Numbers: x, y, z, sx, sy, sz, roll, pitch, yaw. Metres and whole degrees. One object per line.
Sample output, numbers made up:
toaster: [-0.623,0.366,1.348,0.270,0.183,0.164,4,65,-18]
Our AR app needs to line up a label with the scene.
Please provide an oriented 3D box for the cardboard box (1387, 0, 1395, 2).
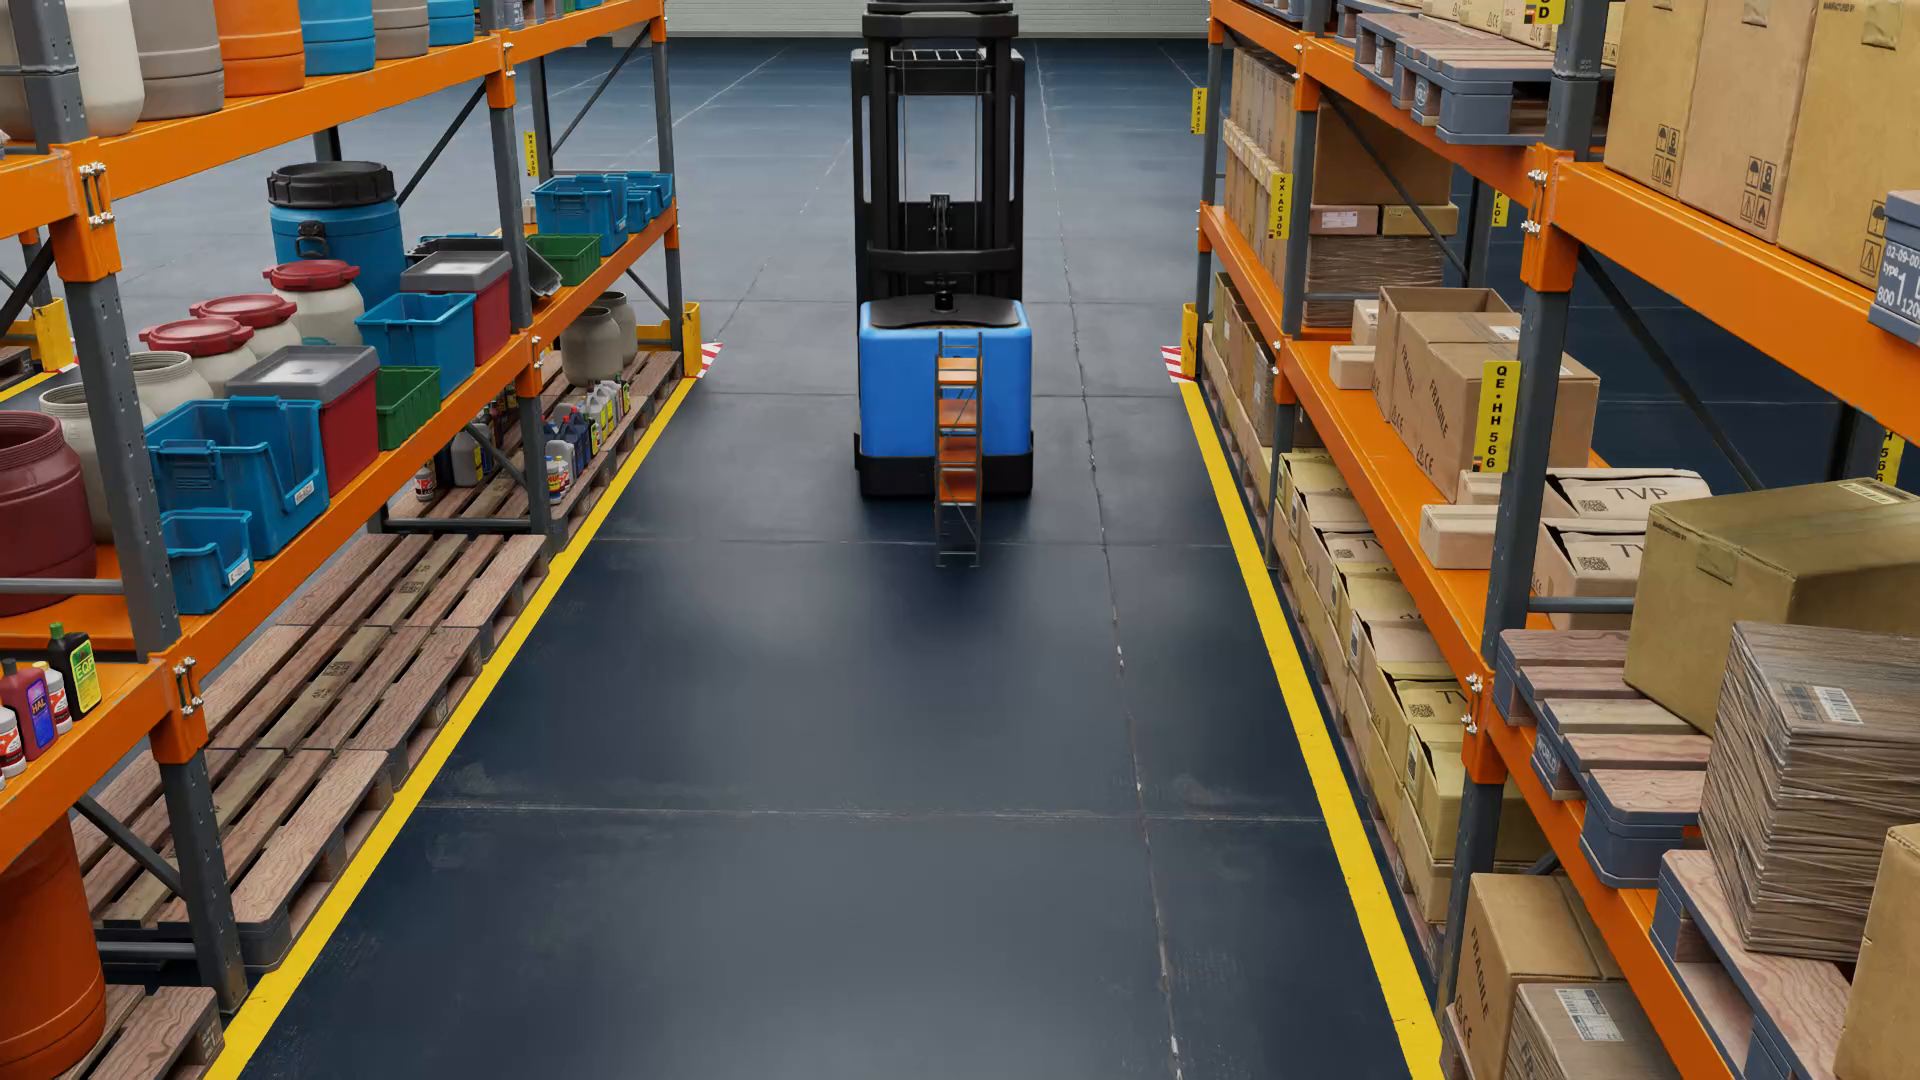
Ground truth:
cardboard box: [2.153,-2.547,7.427,0.500,0.250,0.500,3,21,7]

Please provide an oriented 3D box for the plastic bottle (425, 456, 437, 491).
plastic bottle: [-3.085,-0.418,9.605,0.061,0.283,0.133,2,21,4]

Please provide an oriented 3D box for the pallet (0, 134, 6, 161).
pallet: [-3.012,-0.890,3.790,1.003,0.211,1.213,1,21,2]

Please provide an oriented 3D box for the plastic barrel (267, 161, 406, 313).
plastic barrel: [-3.084,-1.399,8.294,0.600,0.901,0.708,1,21,2]

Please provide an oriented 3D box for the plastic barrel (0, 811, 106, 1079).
plastic barrel: [-2.889,1.138,4.869,0.600,0.830,0.708,1,21,2]

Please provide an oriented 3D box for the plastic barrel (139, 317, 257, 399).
plastic barrel: [-3.053,-0.599,6.739,0.433,0.535,0.433,0,21,0]

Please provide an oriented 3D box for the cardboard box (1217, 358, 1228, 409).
cardboard box: [2.037,-1.053,11.315,0.500,0.250,0.500,1,21,2]

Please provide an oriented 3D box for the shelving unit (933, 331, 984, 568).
shelving unit: [-0.005,-0.500,9.158,0.258,1.200,0.503,1,21,2]

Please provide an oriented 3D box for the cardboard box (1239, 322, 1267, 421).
cardboard box: [2.015,-1.040,10.248,0.500,0.500,0.500,1,21,2]

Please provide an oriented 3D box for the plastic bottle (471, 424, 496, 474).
plastic bottle: [-2.883,-0.549,9.955,0.152,0.276,0.135,1,21,2]

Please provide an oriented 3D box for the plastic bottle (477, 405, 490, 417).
plastic bottle: [-3.013,-0.717,10.388,0.152,0.276,0.135,1,21,3]

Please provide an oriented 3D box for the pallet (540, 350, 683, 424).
pallet: [-2.633,-1.126,12.139,1.003,0.211,1.213,1,21,2]

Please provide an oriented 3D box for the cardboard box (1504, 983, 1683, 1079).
cardboard box: [1.750,1.512,4.333,0.500,0.500,0.500,0,21,0]

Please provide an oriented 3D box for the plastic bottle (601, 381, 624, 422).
plastic bottle: [-2.300,-0.923,10.918,0.152,0.276,0.135,1,21,2]

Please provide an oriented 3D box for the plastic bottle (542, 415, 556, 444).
plastic bottle: [-2.474,-0.560,9.880,0.144,0.351,0.185,1,21,2]

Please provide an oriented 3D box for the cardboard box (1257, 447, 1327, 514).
cardboard box: [1.977,-0.329,9.452,0.500,0.250,0.500,1,21,2]

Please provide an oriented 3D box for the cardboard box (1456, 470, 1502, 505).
cardboard box: [2.042,-0.144,6.100,0.380,0.149,0.250,2,21,6]

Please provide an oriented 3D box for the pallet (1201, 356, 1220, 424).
pallet: [2.322,-1.115,12.110,1.003,0.211,1.213,1,21,2]

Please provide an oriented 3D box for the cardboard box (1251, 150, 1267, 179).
cardboard box: [2.028,-2.345,10.392,0.380,0.149,0.250,1,21,2]

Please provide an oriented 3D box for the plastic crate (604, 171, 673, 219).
plastic crate: [-2.364,-2.494,12.015,0.499,0.251,0.616,1,21,2]

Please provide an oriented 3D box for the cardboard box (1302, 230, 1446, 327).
cardboard box: [2.189,-1.453,8.988,0.700,0.500,0.500,0,21,0]

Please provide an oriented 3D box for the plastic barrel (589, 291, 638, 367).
plastic barrel: [-2.591,-1.545,12.222,0.421,0.512,0.421,0,21,0]

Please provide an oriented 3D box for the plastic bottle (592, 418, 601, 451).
plastic bottle: [-2.292,-0.659,10.342,0.097,0.201,0.097,0,21,0]

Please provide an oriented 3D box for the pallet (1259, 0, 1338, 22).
pallet: [2.182,-2.911,8.861,1.003,0.211,1.213,1,21,2]

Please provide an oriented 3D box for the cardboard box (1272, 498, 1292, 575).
cardboard box: [1.922,-0.016,8.645,0.500,0.250,0.500,0,21,0]

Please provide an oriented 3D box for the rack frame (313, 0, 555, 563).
rack frame: [-2.769,-1.301,8.736,1.000,3.000,0.127,1,21,2]

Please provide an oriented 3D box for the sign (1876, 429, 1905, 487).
sign: [2.603,-0.299,4.663,0.100,0.325,0.005,1,21,2]

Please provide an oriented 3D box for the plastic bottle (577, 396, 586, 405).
plastic bottle: [-2.430,-0.833,10.789,0.097,0.201,0.097,0,21,0]

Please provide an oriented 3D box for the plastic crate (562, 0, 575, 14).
plastic crate: [-2.449,-3.168,9.694,0.336,0.188,0.450,1,21,2]

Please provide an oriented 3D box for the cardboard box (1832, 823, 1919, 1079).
cardboard box: [1.930,0.765,2.691,0.700,0.500,0.500,-5,22,-12]

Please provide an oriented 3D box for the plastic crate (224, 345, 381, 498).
plastic crate: [-2.536,-0.466,6.494,0.402,0.464,0.583,1,21,2]

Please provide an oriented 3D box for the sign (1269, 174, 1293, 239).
sign: [1.627,-1.691,8.435,0.100,0.325,0.005,1,21,2]

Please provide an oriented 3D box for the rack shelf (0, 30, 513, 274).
rack shelf: [-2.830,-1.641,6.460,1.077,0.370,4.000,1,21,2]

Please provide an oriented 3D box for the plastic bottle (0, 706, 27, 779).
plastic bottle: [-2.506,0.514,4.333,0.097,0.201,0.097,0,21,0]

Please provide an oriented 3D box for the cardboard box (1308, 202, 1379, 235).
cardboard box: [1.976,-1.695,8.716,0.380,0.149,0.250,1,21,2]

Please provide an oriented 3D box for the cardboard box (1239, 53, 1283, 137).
cardboard box: [2.264,-2.965,11.092,0.700,0.500,0.500,0,21,0]

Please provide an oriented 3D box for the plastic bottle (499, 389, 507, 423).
plastic bottle: [-3.025,-0.905,10.877,0.097,0.271,0.097,0,21,0]

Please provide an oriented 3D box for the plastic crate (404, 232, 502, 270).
plastic crate: [-3.007,-1.635,9.802,0.499,0.251,0.616,1,21,2]

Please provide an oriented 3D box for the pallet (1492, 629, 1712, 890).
pallet: [2.109,0.536,4.266,1.213,0.211,1.003,1,21,2]

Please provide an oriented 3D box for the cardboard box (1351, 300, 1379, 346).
cardboard box: [2.210,-0.997,8.159,0.500,0.250,0.500,2,21,5]

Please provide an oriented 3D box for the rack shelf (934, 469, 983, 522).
rack shelf: [-0.005,-0.252,9.254,0.258,0.148,0.480,1,21,2]

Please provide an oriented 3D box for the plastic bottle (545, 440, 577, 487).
plastic bottle: [-2.339,-0.464,9.736,0.152,0.276,0.135,1,21,4]

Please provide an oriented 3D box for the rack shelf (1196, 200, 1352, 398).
rack shelf: [2.242,-1.633,10.586,1.077,0.370,4.000,1,21,2]

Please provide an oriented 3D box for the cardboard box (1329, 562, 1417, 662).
cardboard box: [1.874,0.282,7.101,0.500,0.311,0.500,1,21,3]

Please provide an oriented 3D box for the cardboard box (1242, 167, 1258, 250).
cardboard box: [2.244,-2.200,10.915,0.700,0.500,0.500,1,21,2]

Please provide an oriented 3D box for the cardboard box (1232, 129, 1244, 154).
cardboard box: [2.062,-2.716,11.346,0.380,0.149,0.250,1,21,2]

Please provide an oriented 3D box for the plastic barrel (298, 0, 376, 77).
plastic barrel: [-2.608,-2.274,6.404,0.600,0.901,0.708,1,21,2]

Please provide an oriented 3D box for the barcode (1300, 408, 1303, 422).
barcode: [1.758,-0.645,8.565,0.001,0.075,0.075,1,21,2]

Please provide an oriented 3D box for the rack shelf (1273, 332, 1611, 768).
rack shelf: [2.121,-0.187,6.858,1.077,0.370,4.000,1,21,2]

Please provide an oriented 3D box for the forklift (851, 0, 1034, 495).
forklift: [-0.149,-2.125,10.955,1.130,2.935,3.031,-1,21,-3]

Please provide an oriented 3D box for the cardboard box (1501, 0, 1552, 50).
cardboard box: [2.015,-1.678,5.186,0.500,0.250,0.500,1,21,3]

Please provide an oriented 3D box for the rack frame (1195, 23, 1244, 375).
rack frame: [2.303,-2.692,12.319,1.000,3.000,0.127,1,21,2]

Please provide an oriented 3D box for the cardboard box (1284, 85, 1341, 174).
cardboard box: [2.203,-2.240,9.224,0.700,0.500,0.500,1,21,1]

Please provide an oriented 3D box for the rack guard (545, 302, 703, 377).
rack guard: [-2.603,-1.554,12.843,1.175,0.500,0.348,1,21,2]

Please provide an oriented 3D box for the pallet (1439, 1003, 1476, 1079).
pallet: [1.999,1.770,4.674,1.003,0.211,1.213,1,21,2]

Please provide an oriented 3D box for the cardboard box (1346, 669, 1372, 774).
cardboard box: [1.862,0.726,6.732,0.500,0.250,0.500,1,21,3]

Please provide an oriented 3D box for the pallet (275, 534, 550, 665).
pallet: [-2.755,0.283,8.507,1.003,0.211,1.213,1,21,2]
